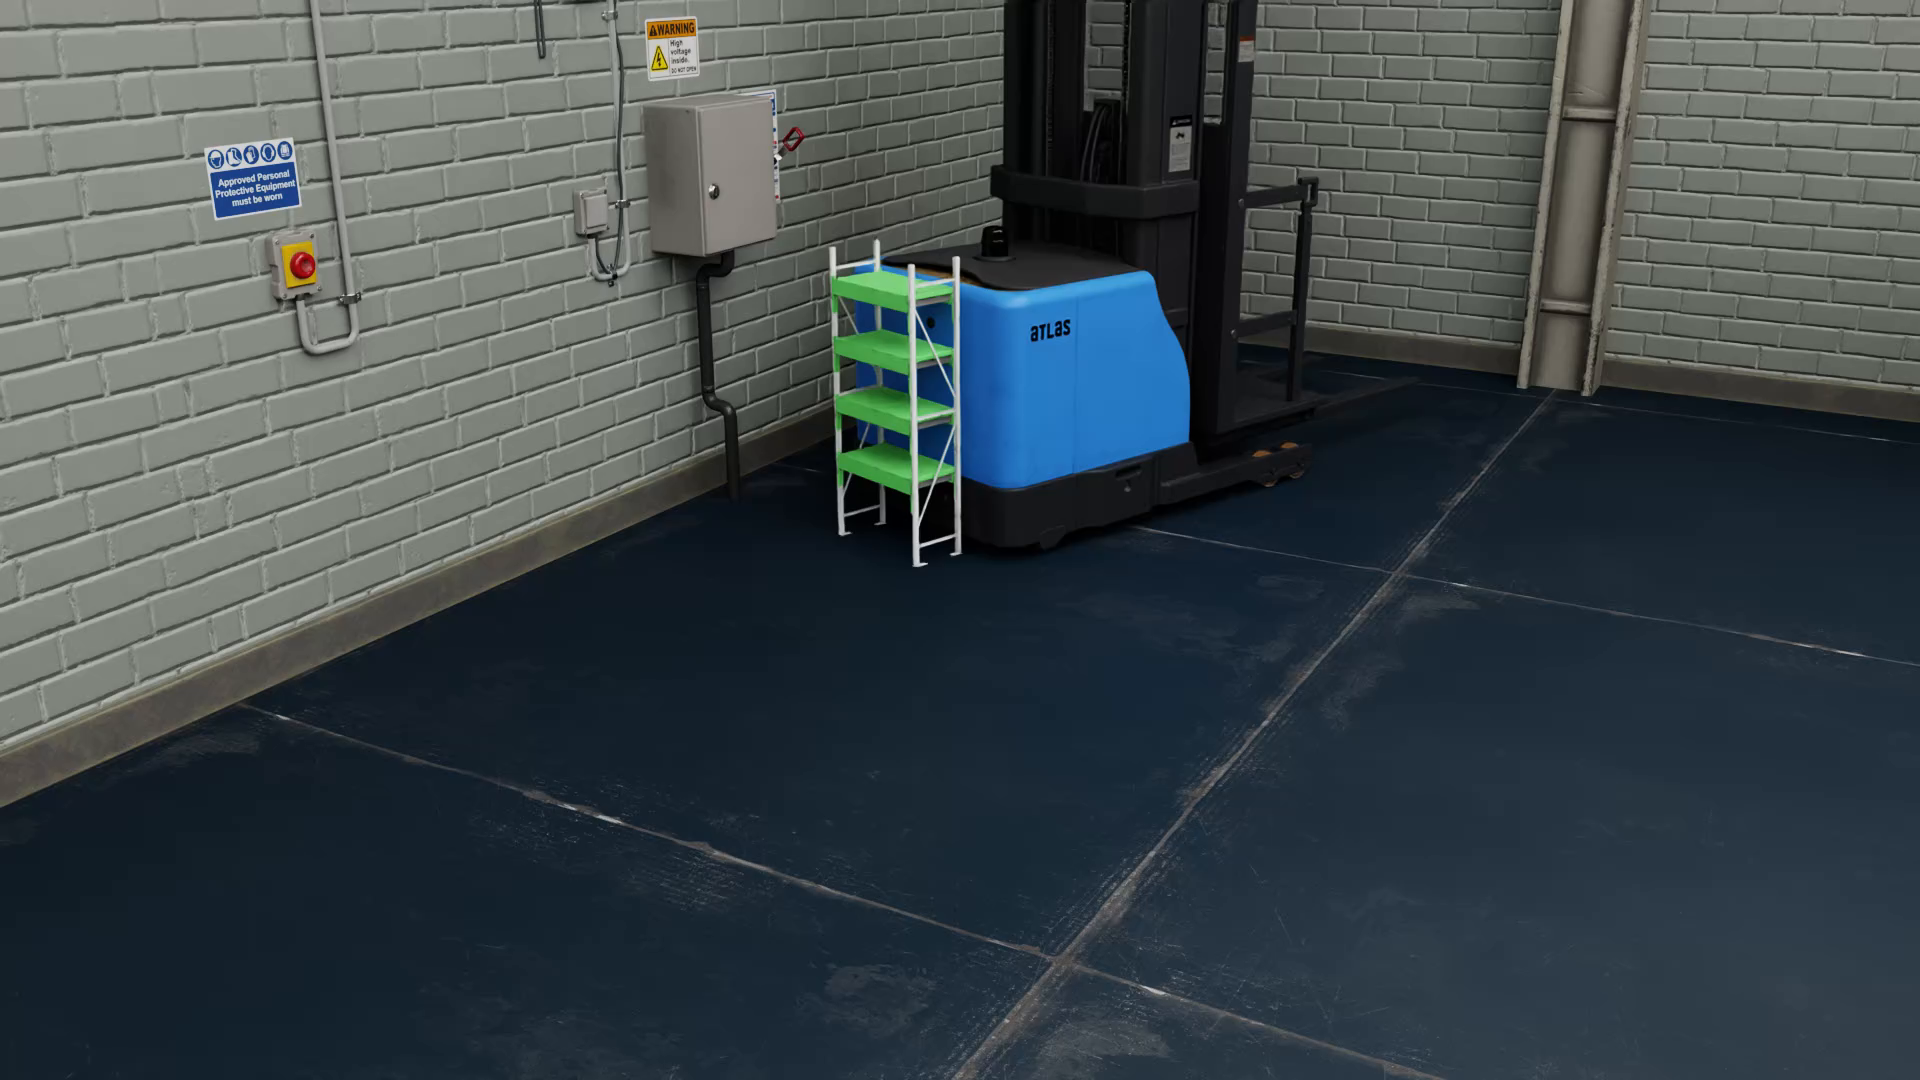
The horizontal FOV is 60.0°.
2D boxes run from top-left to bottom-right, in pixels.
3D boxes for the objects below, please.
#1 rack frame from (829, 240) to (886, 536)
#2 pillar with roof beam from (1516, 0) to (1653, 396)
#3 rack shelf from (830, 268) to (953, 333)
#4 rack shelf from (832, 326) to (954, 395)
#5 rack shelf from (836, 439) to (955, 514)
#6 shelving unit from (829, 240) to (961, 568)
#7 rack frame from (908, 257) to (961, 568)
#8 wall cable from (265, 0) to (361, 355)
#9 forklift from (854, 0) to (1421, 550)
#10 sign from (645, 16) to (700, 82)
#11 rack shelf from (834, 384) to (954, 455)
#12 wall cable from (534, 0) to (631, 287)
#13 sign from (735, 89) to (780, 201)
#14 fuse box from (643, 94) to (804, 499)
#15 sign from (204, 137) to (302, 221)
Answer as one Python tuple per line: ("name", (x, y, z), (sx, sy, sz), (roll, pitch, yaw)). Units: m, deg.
("rack frame", (-0.413, -0.608, 6.778), (0.240, 1.200, 0.015), (-17, 26, -38))
("pillar with roof beam", (1.221, -3.805, 4.159), (0.400, 9.000, 9.100), (11, 23, 27))
("rack shelf", (-0.256, -0.935, 6.460), (0.258, 0.148, 0.480), (-17, 26, -38))
("rack shelf", (-0.255, -0.710, 6.543), (0.258, 0.148, 0.480), (-17, 26, -38))
("rack shelf", (-0.251, -0.260, 6.709), (0.258, 0.148, 0.480), (-17, 26, -38))
("shelving unit", (-0.253, -0.545, 6.604), (0.258, 1.200, 0.503), (-17, 26, -38))
("rack frame", (-0.094, -0.482, 6.431), (0.240, 1.200, 0.015), (-17, 26, -38))
("wall cable", (-2.117, -1.495, 5.051), (0.123, 1.953, 0.585), (11, 23, 27))
("forklift", (0.986, -1.737, 7.355), (3.031, 2.935, 1.130), (-16, 26, -38))
("sign", (-1.173, -2.010, 6.795), (0.001, 0.242, 0.339), (11, 23, 27))
("rack shelf", (-0.253, -0.485, 6.626), (0.258, 0.148, 0.480), (-17, 26, -38))
("wall cable", (-1.436, -1.904, 6.225), (0.122, 1.984, 0.588), (11, 23, 27))
("sign", (-0.905, -1.740, 7.403), (0.001, 0.494, 0.329), (11, 23, 27))
("fuse box", (-0.965, -0.998, 7.106), (0.414, 1.711, 0.539), (11, 23, 27))
("sign", (-2.194, -1.125, 5.172), (0.001, 0.218, 0.327), (11, 23, 27))
